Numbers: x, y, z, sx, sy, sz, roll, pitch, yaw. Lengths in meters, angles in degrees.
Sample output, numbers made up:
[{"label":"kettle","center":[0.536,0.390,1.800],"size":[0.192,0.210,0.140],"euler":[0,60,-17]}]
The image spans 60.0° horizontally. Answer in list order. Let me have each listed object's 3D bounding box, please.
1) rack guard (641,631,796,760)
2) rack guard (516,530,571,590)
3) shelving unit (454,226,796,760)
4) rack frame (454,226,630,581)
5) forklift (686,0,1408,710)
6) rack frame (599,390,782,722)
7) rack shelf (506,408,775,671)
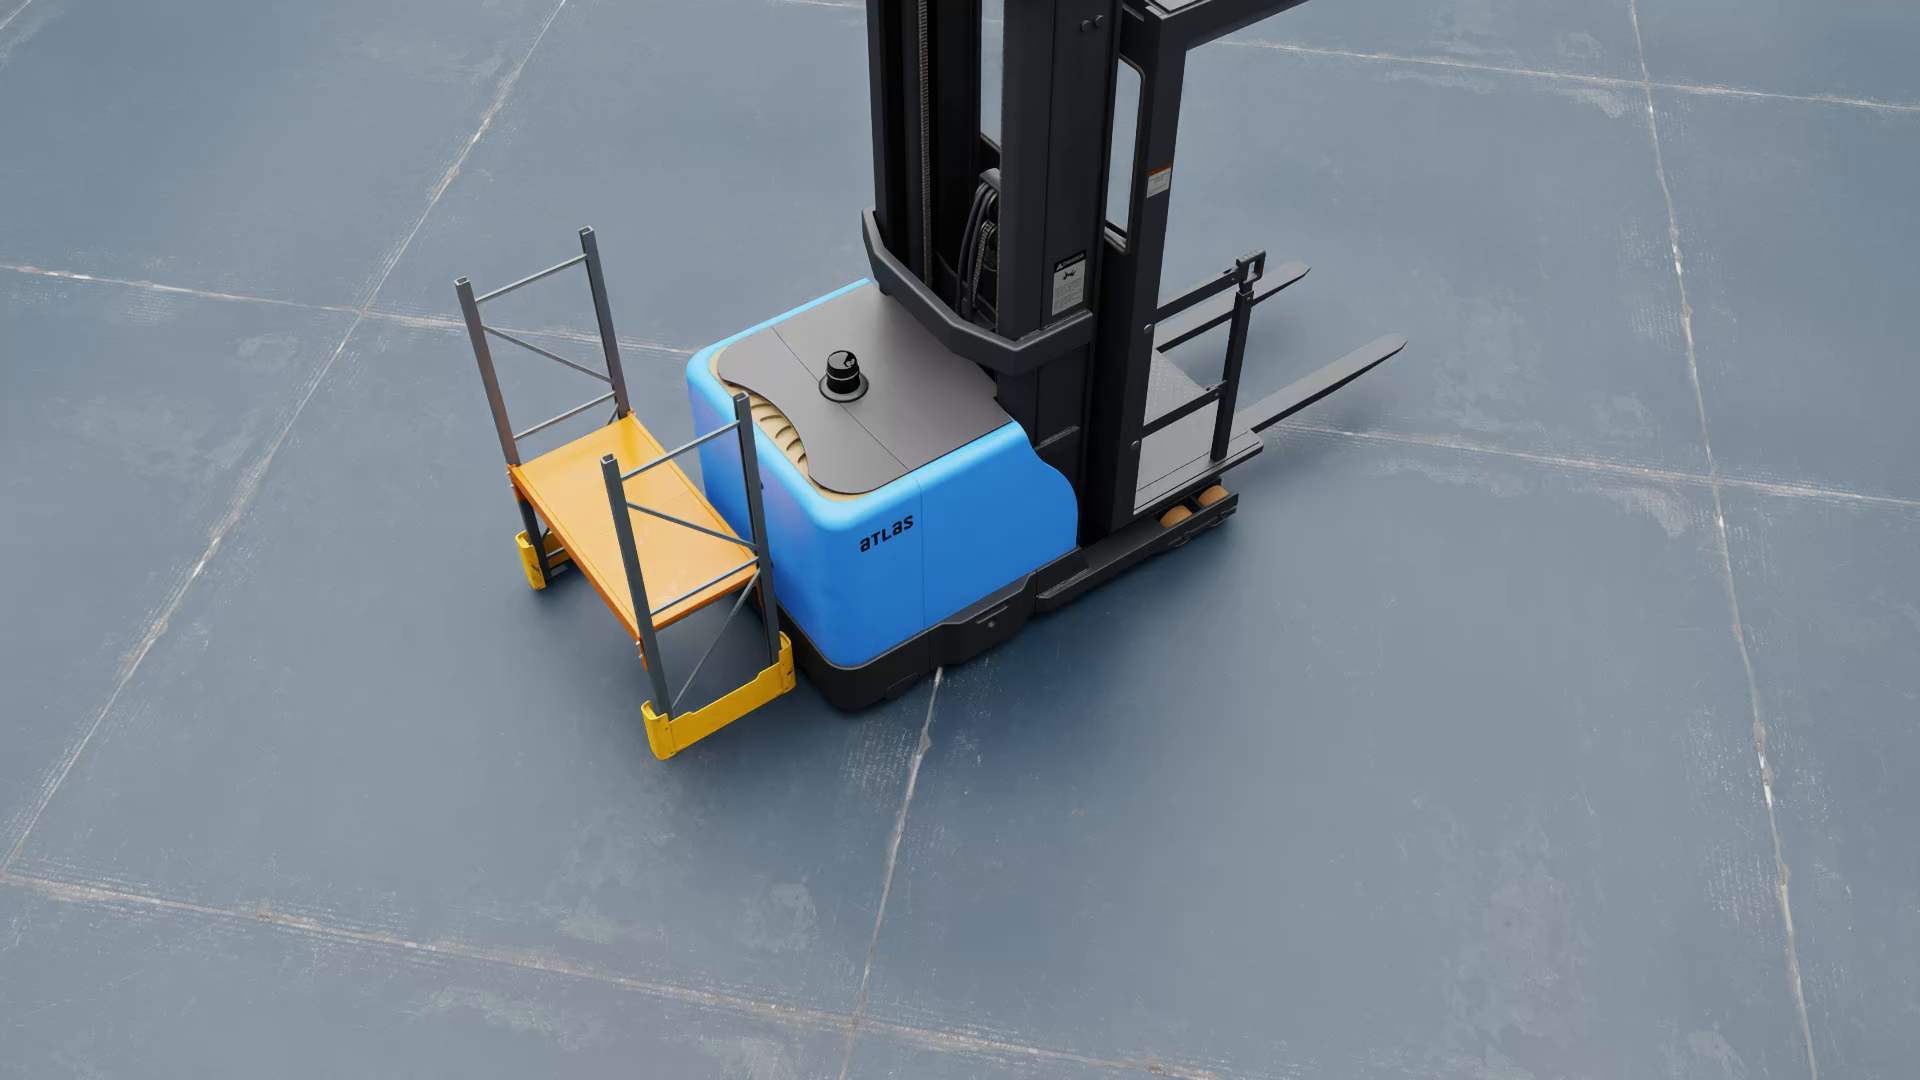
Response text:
[{"label":"rack guard","center":[-0.869,0.565,6.046],"size":[0.587,0.250,0.087],"euler":[-28,54,-23]},{"label":"rack guard","center":[-1.455,-0.034,6.585],"size":[0.587,0.250,0.087],"euler":[-28,54,-23]},{"label":"shelving unit","center":[-1.162,-0.152,5.851],"size":[0.587,1.500,1.083],"euler":[-28,54,-23]},{"label":"rack frame","center":[-1.456,-0.453,6.120],"size":[0.500,1.500,0.032],"euler":[-28,54,-23]},{"label":"forklift","center":[0.513,-1.249,5.874],"size":[3.031,2.935,1.130],"euler":[-28,54,-23]},{"label":"rack frame","center":[-0.857,0.159,5.571],"size":[0.500,1.500,0.032],"euler":[-28,54,-23]},{"label":"rack shelf","center":[-1.156,-0.027,5.979],"size":[0.538,0.185,1.000],"euler":[-28,54,-23]}]
